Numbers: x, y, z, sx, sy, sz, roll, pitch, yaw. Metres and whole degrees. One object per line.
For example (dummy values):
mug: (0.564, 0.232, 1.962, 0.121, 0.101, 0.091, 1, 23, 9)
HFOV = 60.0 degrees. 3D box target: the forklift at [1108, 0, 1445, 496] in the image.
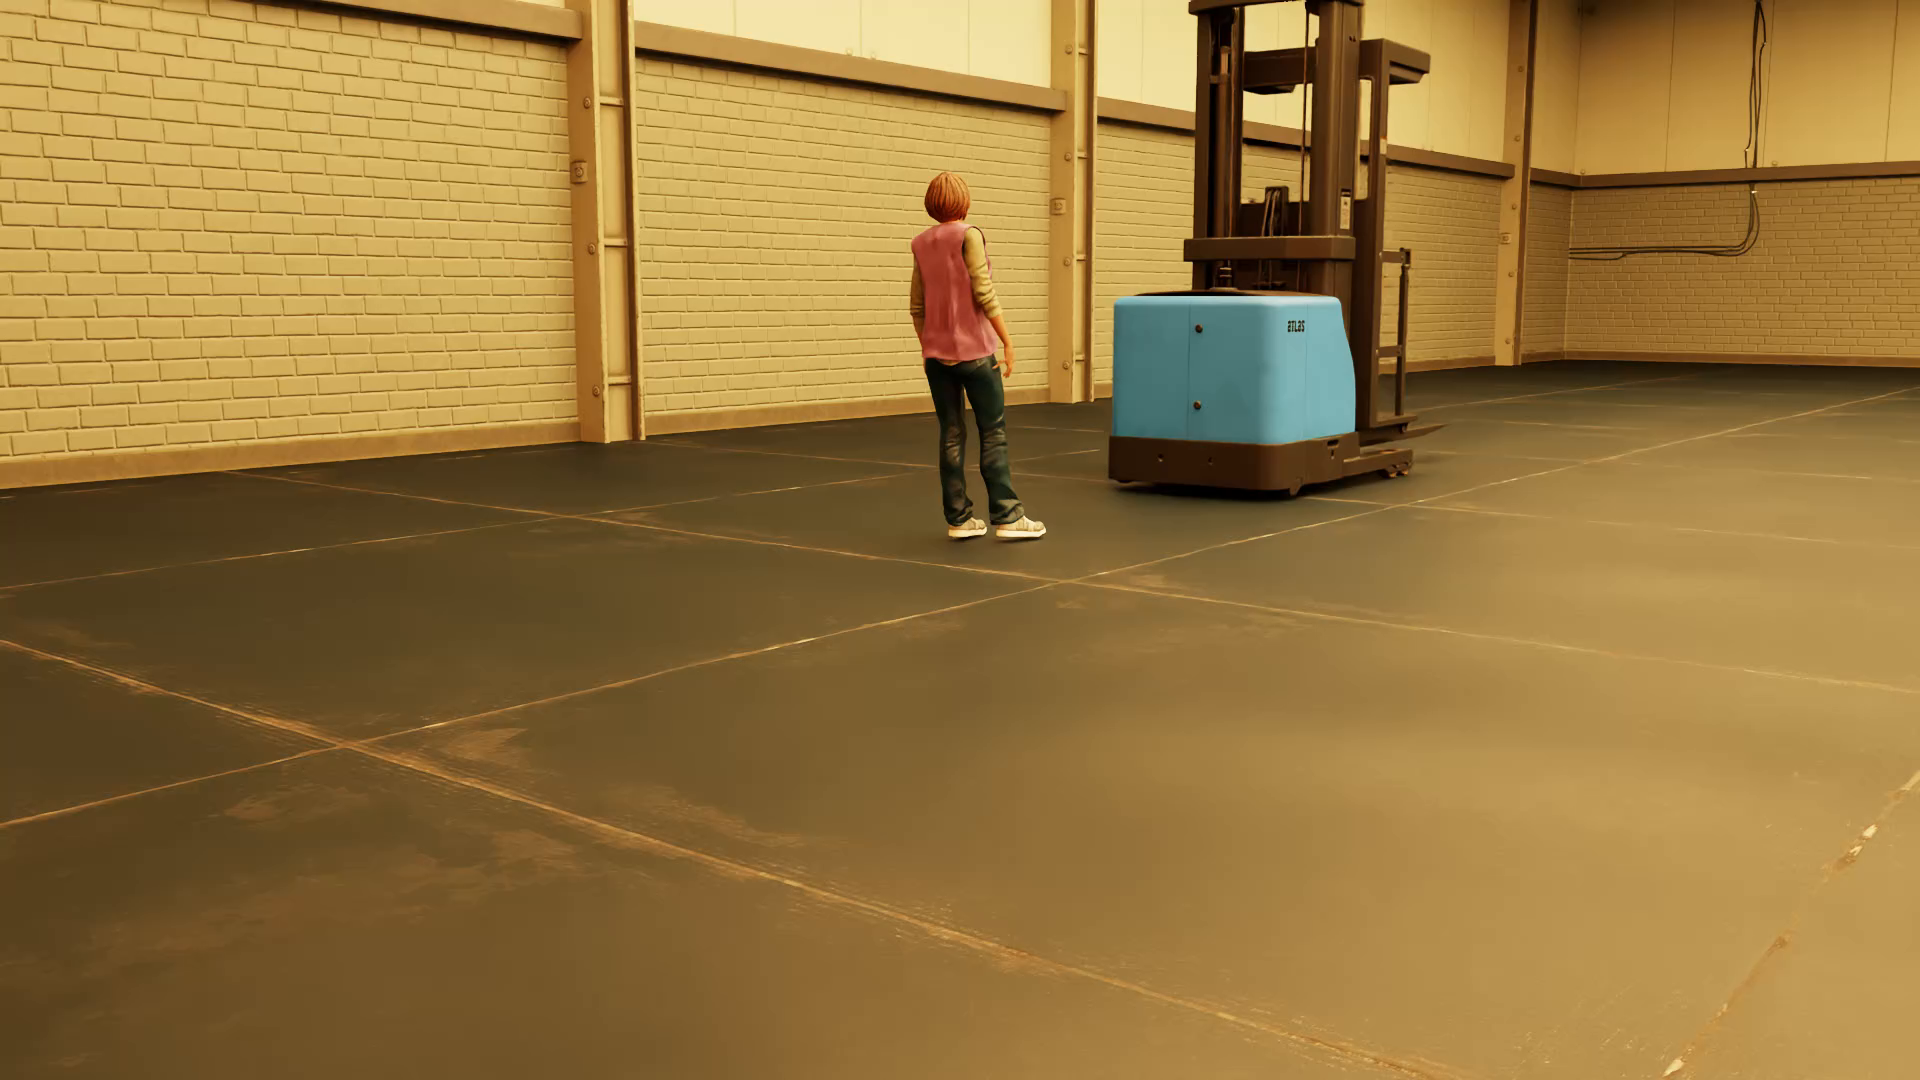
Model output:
forklift: (2.095, -1.854, 9.949, 1.130, 2.935, 3.031, 6, 10, 35)

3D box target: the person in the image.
person: (0.058, -0.804, 7.337, 0.521, 1.599, 0.473, 7, 11, 38)
